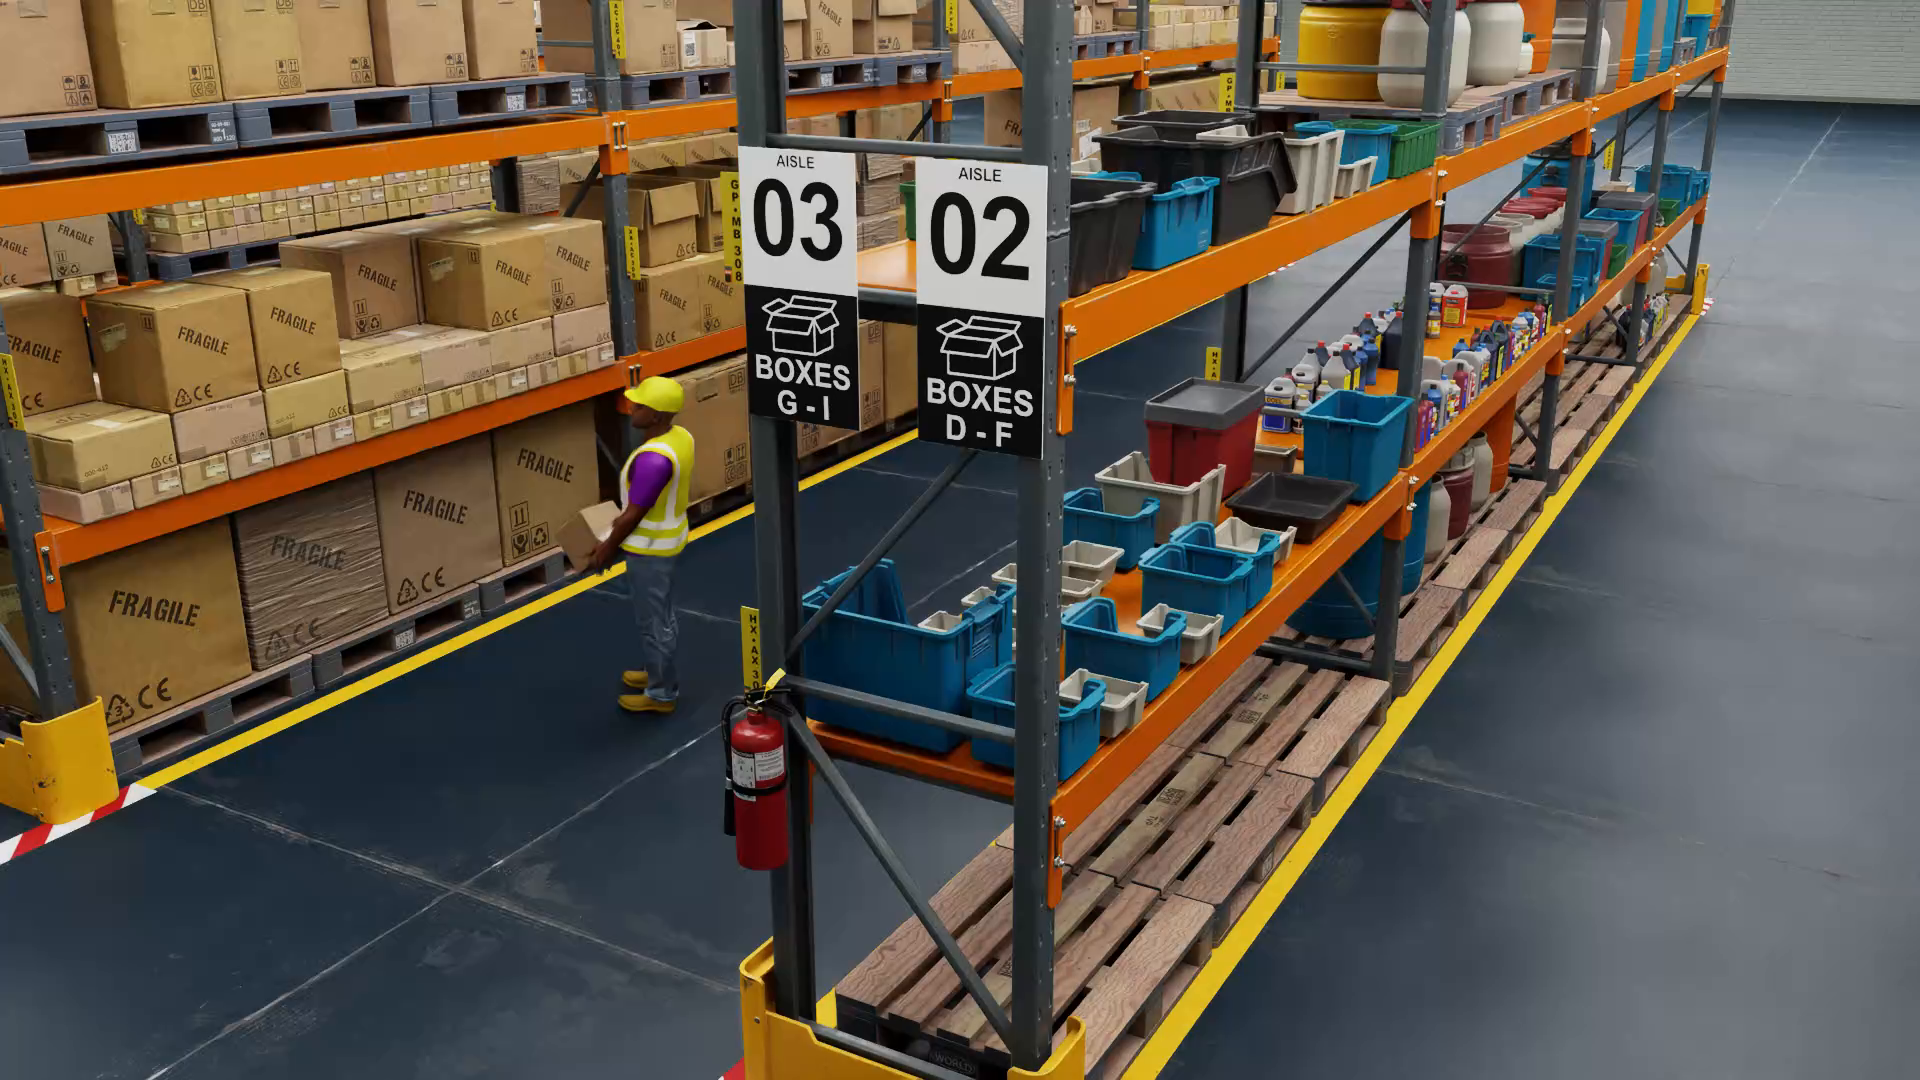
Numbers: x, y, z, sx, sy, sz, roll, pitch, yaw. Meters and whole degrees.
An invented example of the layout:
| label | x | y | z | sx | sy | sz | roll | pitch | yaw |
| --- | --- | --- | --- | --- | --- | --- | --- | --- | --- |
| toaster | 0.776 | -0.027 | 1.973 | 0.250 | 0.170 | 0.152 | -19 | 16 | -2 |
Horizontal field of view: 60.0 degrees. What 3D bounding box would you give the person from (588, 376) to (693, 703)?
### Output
| label | x | y | z | sx | sy | sz | roll | pitch | yaw |
| --- | --- | --- | --- | --- | --- | --- | --- | --- | --- |
| person | -1.602 | 0.002 | 8.413 | 0.513 | 1.712 | 0.534 | 1 | 19 | 3 |
